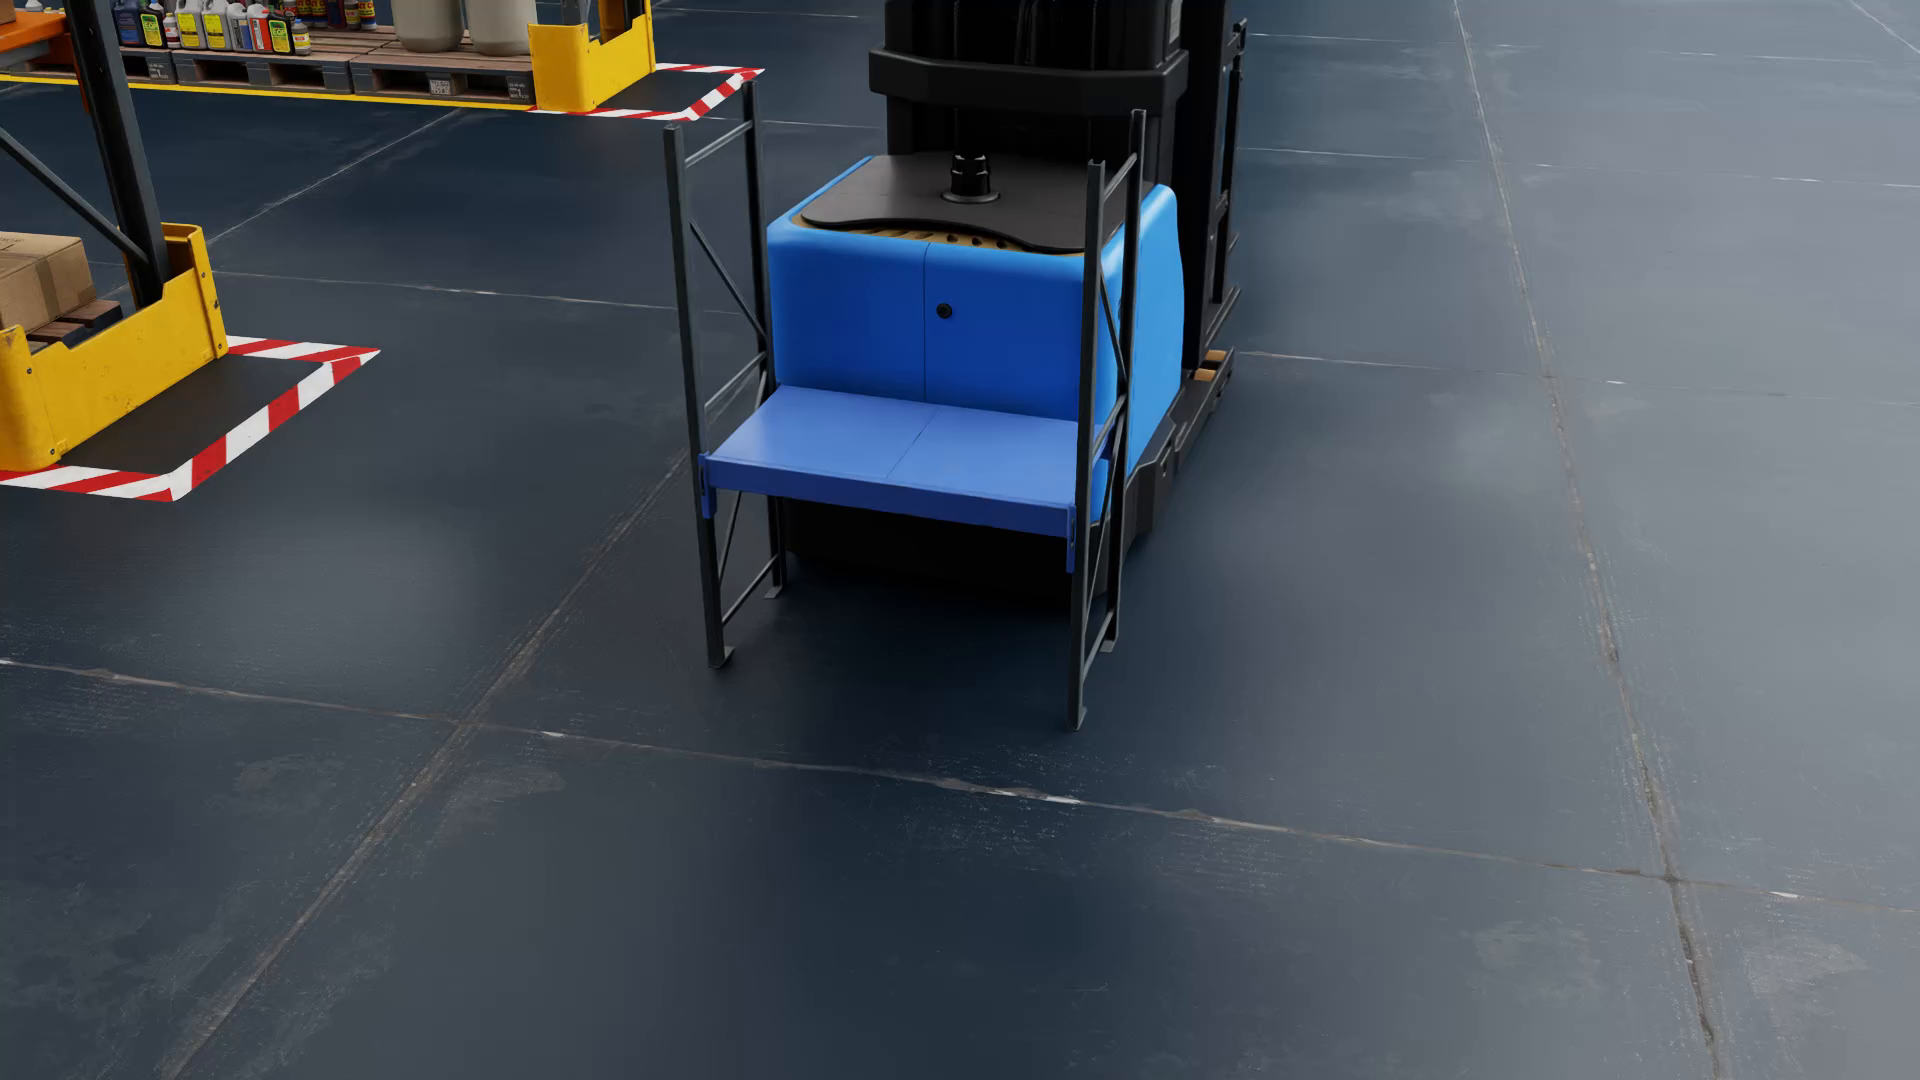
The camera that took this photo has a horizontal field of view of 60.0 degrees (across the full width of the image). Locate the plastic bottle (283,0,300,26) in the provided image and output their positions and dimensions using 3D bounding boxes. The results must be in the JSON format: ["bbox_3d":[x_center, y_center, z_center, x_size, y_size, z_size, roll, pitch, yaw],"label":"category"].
[{"bbox_3d":[-4.415,-3.508,10.989,0.097,0.201,0.097,0,29,0],"label":"plastic bottle"}]

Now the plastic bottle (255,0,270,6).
[{"bbox_3d":[-4.616,-3.528,11.027,0.097,0.201,0.097,0,29,0],"label":"plastic bottle"}]

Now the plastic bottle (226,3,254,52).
[{"bbox_3d":[-4.441,-3.188,10.328,0.135,0.276,0.152,5,29,9],"label":"plastic bottle"}]

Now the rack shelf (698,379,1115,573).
[{"bbox_3d":[-0.122,-0.186,4.402,1.000,0.185,0.538,8,30,15],"label":"rack shelf"}]

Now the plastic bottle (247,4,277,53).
[{"bbox_3d":[-4.305,-3.174,10.303,0.135,0.276,0.152,6,29,11],"label":"plastic bottle"}]

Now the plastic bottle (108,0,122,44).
[{"bbox_3d":[-5.386,-3.316,10.484,0.185,0.351,0.144,7,29,12],"label":"plastic bottle"}]

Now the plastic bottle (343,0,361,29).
[{"bbox_3d":[-3.986,-3.464,10.909,0.097,0.201,0.097,0,29,0],"label":"plastic bottle"}]

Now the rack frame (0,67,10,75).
[{"bbox_3d":[-6.089,-4.561,10.457,0.127,3.000,1.000,6,29,11],"label":"rack frame"}]

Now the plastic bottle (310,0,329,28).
[{"bbox_3d":[-4.220,-3.518,10.936,0.097,0.271,0.097,0,29,0],"label":"plastic bottle"}]

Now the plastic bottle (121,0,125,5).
[{"bbox_3d":[-5.356,-3.384,10.607,0.185,0.351,0.144,6,29,11],"label":"plastic bottle"}]

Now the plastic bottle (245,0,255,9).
[{"bbox_3d":[-4.737,-3.560,11.007,0.135,0.276,0.152,6,29,11],"label":"plastic bottle"}]

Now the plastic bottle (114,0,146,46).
[{"bbox_3d":[-5.201,-3.297,10.449,0.185,0.351,0.144,5,29,8],"label":"plastic bottle"}]

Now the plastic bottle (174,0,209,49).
[{"bbox_3d":[-4.786,-3.254,10.371,0.185,0.351,0.144,6,29,10],"label":"plastic bottle"}]

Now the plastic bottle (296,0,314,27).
[{"bbox_3d":[-4.318,-3.528,10.954,0.097,0.271,0.097,0,29,0],"label":"plastic bottle"}]

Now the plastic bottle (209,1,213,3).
[{"bbox_3d":[-4.891,-3.531,10.946,0.133,0.283,0.061,6,29,11],"label":"plastic bottle"}]

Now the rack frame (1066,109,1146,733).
[{"bbox_3d":[0.365,-0.272,4.186,0.032,1.500,0.500,8,30,15],"label":"rack frame"}]

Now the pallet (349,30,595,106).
[{"bbox_3d":[-3.054,-3.006,10.521,1.213,0.211,1.003,6,29,11],"label":"pallet"}]

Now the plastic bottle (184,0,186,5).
[{"bbox_3d":[-5.211,-3.643,11.082,0.185,0.351,0.144,4,29,8],"label":"plastic bottle"}]

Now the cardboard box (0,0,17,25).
[{"bbox_3d":[-3.669,-1.931,5.549,0.500,0.500,0.700,6,29,11],"label":"cardboard box"}]

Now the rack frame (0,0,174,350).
[{"bbox_3d":[-3.215,-1.834,5.476,0.127,3.000,1.000,6,29,11],"label":"rack frame"}]

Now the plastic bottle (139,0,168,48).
[{"bbox_3d":[-5.049,-3.231,10.399,0.133,0.283,0.061,7,30,13],"label":"plastic bottle"}]

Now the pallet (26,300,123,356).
[{"bbox_3d":[-3.972,-0.668,6.250,1.213,0.211,1.003,6,29,11],"label":"pallet"}]

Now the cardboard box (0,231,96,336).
[{"bbox_3d":[-3.693,-0.970,6.325,0.500,0.250,0.500,6,29,11],"label":"cardboard box"}]

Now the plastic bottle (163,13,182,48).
[{"bbox_3d":[-4.929,-3.192,10.413,0.097,0.201,0.097,0,29,0],"label":"plastic bottle"}]

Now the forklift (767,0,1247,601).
[{"bbox_3d":[0.395,-1.803,5.491,1.130,2.935,3.031,9,30,17],"label":"forklift"}]

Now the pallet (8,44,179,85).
[{"bbox_3d":[-5.441,-3.251,10.968,1.213,0.211,1.003,6,29,11],"label":"pallet"}]

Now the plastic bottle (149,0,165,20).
[{"bbox_3d":[-5.050,-3.265,10.473,0.097,0.271,0.097,0,29,0],"label":"plastic bottle"}]

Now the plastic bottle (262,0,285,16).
[{"bbox_3d":[-4.284,-3.228,10.393,0.133,0.283,0.061,6,29,11],"label":"plastic bottle"}]

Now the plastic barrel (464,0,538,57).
[{"bbox_3d":[-2.836,-3.283,10.276,0.421,0.512,0.421,0,29,0],"label":"plastic barrel"}]

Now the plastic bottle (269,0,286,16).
[{"bbox_3d":[-4.516,-3.549,10.992,0.097,0.271,0.097,0,29,0],"label":"plastic bottle"}]

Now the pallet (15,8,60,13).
[{"bbox_3d":[-6.865,-3.398,11.237,1.213,0.211,1.003,6,29,11],"label":"pallet"}]

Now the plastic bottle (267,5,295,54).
[{"bbox_3d":[-4.183,-3.143,10.237,0.133,0.283,0.061,7,29,12],"label":"plastic bottle"}]

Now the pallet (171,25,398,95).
[{"bbox_3d":[-4.244,-3.129,10.746,1.213,0.211,1.003,6,29,11],"label":"pallet"}]

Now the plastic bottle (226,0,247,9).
[{"bbox_3d":[-4.759,-3.513,10.914,0.133,0.283,0.061,6,29,11],"label":"plastic bottle"}]

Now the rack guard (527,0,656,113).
[{"bbox_3d":[-2.261,-3.049,10.298,0.348,0.500,1.175,6,29,11],"label":"rack guard"}]

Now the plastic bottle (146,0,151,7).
[{"bbox_3d":[-5.429,-3.595,10.993,0.185,0.351,0.144,6,29,11],"label":"plastic bottle"}]

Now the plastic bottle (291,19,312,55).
[{"bbox_3d":[-4.064,-3.104,10.251,0.097,0.201,0.097,0,29,0],"label":"plastic bottle"}]

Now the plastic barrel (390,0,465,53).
[{"bbox_3d":[-3.327,-3.333,10.368,0.421,0.512,0.421,0,29,0],"label":"plastic barrel"}]

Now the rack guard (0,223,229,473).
[{"bbox_3d":[-3.191,-0.735,6.072,0.348,0.500,1.175,6,29,11],"label":"rack guard"}]

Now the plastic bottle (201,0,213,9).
[{"bbox_3d":[-4.779,-3.294,10.521,0.135,0.276,0.152,6,29,11],"label":"plastic bottle"}]

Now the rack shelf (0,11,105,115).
[{"bbox_3d":[-5.171,-1.719,6.015,4.000,0.370,1.077,6,29,11],"label":"rack shelf"}]

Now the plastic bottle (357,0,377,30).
[{"bbox_3d":[-3.885,-3.484,10.873,0.097,0.271,0.097,0,29,0],"label":"plastic bottle"}]

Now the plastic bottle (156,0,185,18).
[{"bbox_3d":[-5.217,-3.539,10.968,0.135,0.276,0.152,6,29,11],"label":"plastic bottle"}]

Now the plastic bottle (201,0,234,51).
[{"bbox_3d":[-4.604,-3.236,10.337,0.185,0.351,0.144,7,29,13],"label":"plastic bottle"}]

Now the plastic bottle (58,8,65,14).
[{"bbox_3d":[-5.670,-3.268,10.552,0.097,0.201,0.097,0,29,0],"label":"plastic bottle"}]

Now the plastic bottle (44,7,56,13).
[{"bbox_3d":[-5.769,-3.278,10.570,0.097,0.201,0.097,0,29,0],"label":"plastic bottle"}]

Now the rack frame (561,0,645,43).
[{"bbox_3d":[-2.177,-4.160,9.724,0.127,3.000,1.000,6,29,11],"label":"rack frame"}]

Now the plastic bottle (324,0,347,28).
[{"bbox_3d":[-4.102,-3.521,10.928,0.133,0.283,0.061,6,29,11],"label":"plastic bottle"}]

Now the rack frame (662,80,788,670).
[{"bbox_3d":[-0.608,-0.415,4.446,0.032,1.500,0.500,8,30,15],"label":"rack frame"}]

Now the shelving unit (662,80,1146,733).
[{"bbox_3d":[-0.122,-0.344,4.316,1.048,1.500,0.538,8,30,15],"label":"shelving unit"}]

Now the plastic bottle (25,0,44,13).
[{"bbox_3d":[-5.869,-3.319,10.572,0.097,0.271,0.097,0,29,0],"label":"plastic bottle"}]
